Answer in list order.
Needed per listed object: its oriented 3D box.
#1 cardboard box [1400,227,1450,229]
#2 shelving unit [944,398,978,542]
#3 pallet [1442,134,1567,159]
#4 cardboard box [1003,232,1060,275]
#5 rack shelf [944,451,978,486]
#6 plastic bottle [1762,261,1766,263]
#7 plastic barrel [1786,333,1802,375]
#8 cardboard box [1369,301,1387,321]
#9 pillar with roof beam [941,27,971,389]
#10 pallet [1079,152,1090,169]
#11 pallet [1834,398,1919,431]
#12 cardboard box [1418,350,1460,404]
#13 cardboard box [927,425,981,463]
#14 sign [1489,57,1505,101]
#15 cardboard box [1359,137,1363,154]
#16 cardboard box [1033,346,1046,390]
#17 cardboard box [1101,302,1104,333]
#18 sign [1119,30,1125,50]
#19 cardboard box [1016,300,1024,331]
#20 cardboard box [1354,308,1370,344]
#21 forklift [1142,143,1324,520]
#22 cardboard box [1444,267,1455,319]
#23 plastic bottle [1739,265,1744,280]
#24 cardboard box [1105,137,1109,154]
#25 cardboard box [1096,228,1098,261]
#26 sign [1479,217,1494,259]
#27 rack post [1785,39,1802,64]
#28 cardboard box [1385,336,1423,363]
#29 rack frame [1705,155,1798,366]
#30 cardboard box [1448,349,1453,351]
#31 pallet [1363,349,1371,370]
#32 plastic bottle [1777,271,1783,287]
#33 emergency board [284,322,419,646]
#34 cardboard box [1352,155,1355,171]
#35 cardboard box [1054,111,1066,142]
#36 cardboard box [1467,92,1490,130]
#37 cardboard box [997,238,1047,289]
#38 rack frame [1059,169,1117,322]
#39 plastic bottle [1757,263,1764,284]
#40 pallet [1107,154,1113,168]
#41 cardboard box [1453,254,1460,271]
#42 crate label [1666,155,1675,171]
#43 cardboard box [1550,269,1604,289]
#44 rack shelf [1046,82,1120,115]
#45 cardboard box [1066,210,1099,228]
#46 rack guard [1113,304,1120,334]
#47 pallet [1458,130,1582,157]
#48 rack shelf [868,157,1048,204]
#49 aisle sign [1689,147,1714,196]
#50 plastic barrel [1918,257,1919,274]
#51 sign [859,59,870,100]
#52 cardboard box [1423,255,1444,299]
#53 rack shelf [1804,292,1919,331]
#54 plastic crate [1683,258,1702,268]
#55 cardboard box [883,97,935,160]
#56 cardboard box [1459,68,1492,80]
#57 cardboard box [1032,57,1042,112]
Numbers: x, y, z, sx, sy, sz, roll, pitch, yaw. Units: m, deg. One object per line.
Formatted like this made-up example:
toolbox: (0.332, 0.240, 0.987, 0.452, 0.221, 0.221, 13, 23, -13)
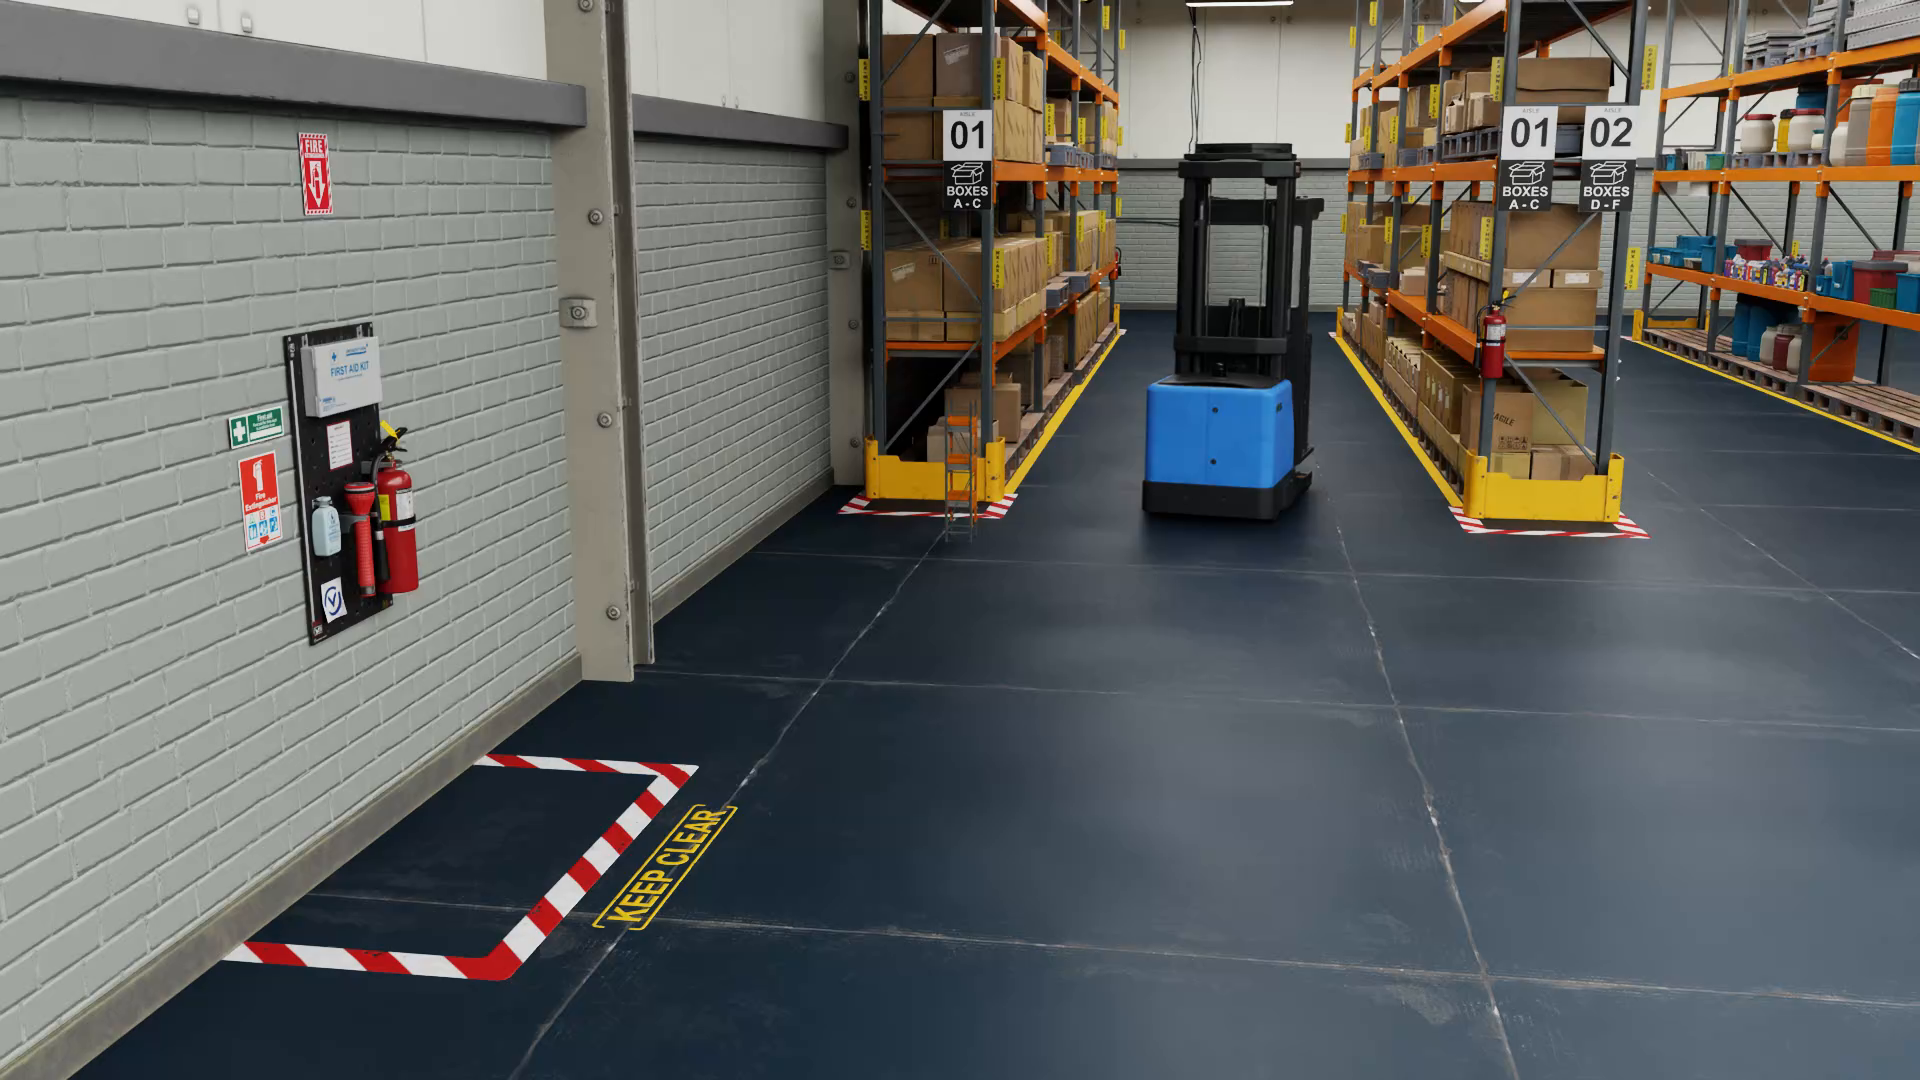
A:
cardboard box: (6.305, -4.047, 22.918, 0.700, 0.500, 0.500, -1, 12, -6)
shelving unit: (0.008, -0.524, 12.434, 0.215, 1.050, 0.252, 2, 12, 9)
pallet: (5.180, -3.742, 15.827, 1.003, 0.211, 1.213, 2, 12, 9)
cardboard box: (0.884, -3.538, 20.510, 0.700, 0.500, 0.500, 1, 12, 3)
rack shelf: (0.008, -0.514, 12.437, 0.215, 0.259, 0.240, 2, 12, 9)
plastic bottle: (10.970, -3.659, 22.646, 0.152, 0.276, 0.135, 2, 12, 9)
plastic barrel: (10.851, -2.381, 21.328, 0.421, 0.512, 0.421, 0, 12, 0)
cardboard box: (6.047, -3.221, 23.430, 0.500, 0.250, 0.500, 2, 12, 9)
pillar with roof beam: (4.204, -6.040, 19.161, 9.100, 9.000, 0.400, 2, 12, 9)
pallet: (1.052, -4.999, 21.900, 1.213, 0.211, 1.003, 2, 12, 11)
pallet: (10.447, -1.392, 18.453, 1.003, 0.211, 1.213, 2, 12, 9)
cardboard box: (4.905, -1.639, 16.727, 0.500, 0.500, 0.500, 2, 12, 9)
cardboard box: (-0.030, -0.866, 14.730, 0.500, 0.311, 0.500, 0, 12, 2)
sign: (4.136, -3.546, 12.792, 0.100, 0.325, 0.005, 2, 12, 9)
cardboard box: (6.482, -6.118, 25.811, 0.500, 0.250, 0.500, 2, 12, 9)
cardboard box: (0.635, -2.018, 19.626, 0.700, 0.500, 0.500, 2, 12, 9)
cardboard box: (1.998, -3.669, 27.336, 0.700, 0.500, 0.500, 2, 12, 10)
sign: (2.770, -8.562, 28.459, 0.100, 0.325, 0.005, 2, 12, 9)
cardboard box: (0.314, -2.067, 15.271, 0.500, 0.250, 0.500, 2, 12, 8)
cardboard box: (6.323, -3.284, 25.499, 0.500, 0.500, 0.500, 2, 12, 9)
forklift: (2.440, -1.854, 14.139, 1.130, 2.935, 3.031, 4, 13, 20)
cardboard box: (5.223, -2.454, 16.521, 0.700, 0.500, 0.500, 2, 12, 7)
plastic bottle: (10.846, -3.701, 23.016, 0.097, 0.201, 0.097, 0, 12, 0)
cardboard box: (2.080, -6.210, 26.193, 0.500, 0.250, 0.500, 2, 12, 7)
cardboard box: (1.798, -4.422, 24.902, 0.500, 0.500, 0.500, 2, 12, 8)
sign: (4.136, -2.367, 13.046, 0.100, 0.325, 0.005, 2, 12, 9)
rack post: (11.224, -6.264, 21.387, 0.937, 0.300, 0.954, 3, 13, 15)
cardboard box: (5.530, -2.366, 20.550, 0.500, 0.311, 0.500, 2, 12, 11)
rack frame: (11.410, -4.001, 23.940, 1.000, 3.000, 0.127, 2, 12, 9)
cardboard box: (5.830, -2.031, 18.994, 0.500, 0.311, 0.500, 2, 12, 10)
pallet: (6.428, -2.629, 24.191, 1.003, 0.211, 1.213, 2, 12, 9)
plastic bottle: (10.596, -3.363, 21.448, 0.097, 0.201, 0.097, 0, 12, 0)
emergency board: (-2.313, -0.236, 6.468, 0.194, 1.169, 0.643, 2, 12, 9)
cardboard box: (6.711, -6.186, 27.313, 0.500, 0.250, 0.500, 2, 12, 9)
cardboard box: (1.022, -5.321, 21.661, 0.700, 0.500, 0.500, 1, 12, 4)
cardboard box: (4.672, -3.725, 14.421, 0.500, 0.311, 0.500, 3, 13, 15)
cardboard box: (0.623, -2.852, 17.134, 0.500, 0.500, 0.500, 2, 12, 9)
rack frame: (2.236, -5.155, 29.293, 1.000, 3.000, 0.127, 2, 12, 9)
plastic bottle: (10.724, -3.570, 22.244, 0.097, 0.271, 0.097, 0, 12, 0)
pallet: (1.946, -6.169, 27.087, 1.003, 0.211, 1.213, 2, 12, 9)
cardboard box: (4.937, -2.653, 15.906, 0.380, 0.149, 0.250, 2, 12, 8)
crate label: (11.564, -6.046, 26.661, 0.408, 0.251, 0.502, 2, 12, 9)
cardboard box: (4.943, -2.105, 13.365, 0.380, 0.149, 0.250, 2, 12, 8)
rack shelf: (1.928, -7.124, 26.847, 1.077, 0.370, 4.000, 2, 12, 9)
cardboard box: (1.801, -4.787, 24.817, 0.500, 0.250, 0.500, 2, 12, 10)
rack guard: (2.239, -3.938, 29.580, 1.175, 0.500, 0.348, 2, 12, 9)
pallet: (4.990, -3.489, 14.652, 1.003, 0.211, 1.213, 2, 12, 9)
rack shelf: (0.082, -3.355, 15.530, 1.077, 0.370, 4.000, 2, 12, 9)
aisle sign: (12.325, -6.110, 27.556, 0.394, 0.787, 0.004, 2, 12, 9)
plastic barrel: (10.722, -2.837, 18.216, 0.433, 0.535, 0.433, 0, 12, 0)
sign: (-0.771, -3.746, 13.532, 0.100, 0.325, 0.005, 2, 12, 9)
cardboard box: (5.659, -3.029, 19.191, 0.500, 0.500, 0.500, 1, 12, 6)
rack shelf: (10.487, -2.401, 18.220, 1.077, 0.370, 4.000, 2, 12, 9)
plastic crate: (11.380, -4.274, 25.689, 0.293, 0.136, 0.466, 2, 12, 9)
cardboard box: (-0.411, -3.444, 13.951, 0.500, 0.500, 0.500, 3, 12, 13)
cardboard box: (5.419, -4.589, 17.128, 0.500, 0.500, 0.500, 2, 12, 9)
cardboard box: (0.507, -4.443, 16.210, 0.500, 0.500, 0.500, 3, 12, 12)
